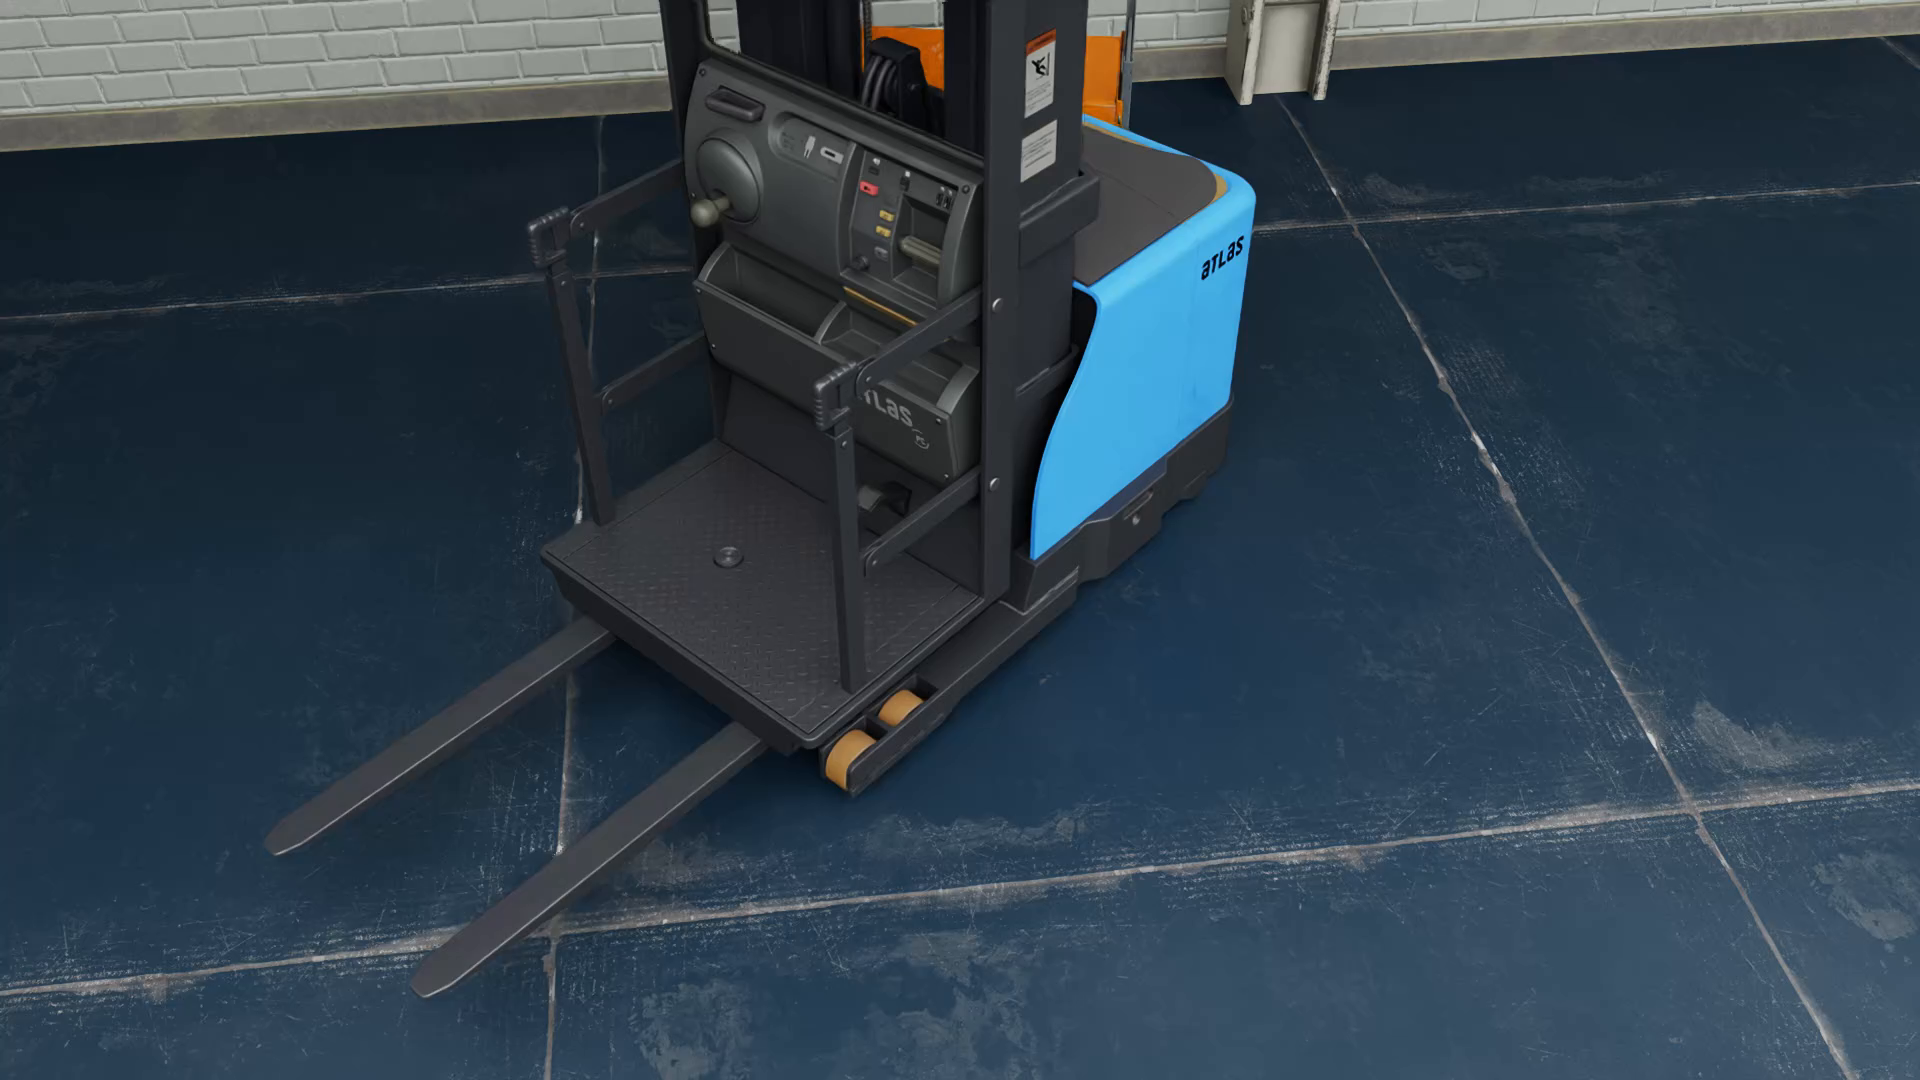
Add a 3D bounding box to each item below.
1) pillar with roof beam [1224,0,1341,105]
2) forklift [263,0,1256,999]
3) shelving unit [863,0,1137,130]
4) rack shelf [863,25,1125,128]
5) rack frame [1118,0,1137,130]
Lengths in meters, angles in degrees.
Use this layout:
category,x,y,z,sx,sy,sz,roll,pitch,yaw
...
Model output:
category,x,y,z,sx,sy,sz,roll,pitch,yaw
pillar with roof beam,1.977,-2.538,1.345,0.400,9.000,9.100,-5,42,-6
forklift,-0.473,-0.794,3.942,1.130,2.935,3.031,30,50,29
shelving unit,0.050,-1.288,5.838,1.048,1.125,0.538,4,42,4
rack shelf,0.050,-1.505,5.642,1.000,0.278,0.538,4,42,4
rack frame,0.556,-1.253,5.799,0.032,1.125,0.500,4,42,4
